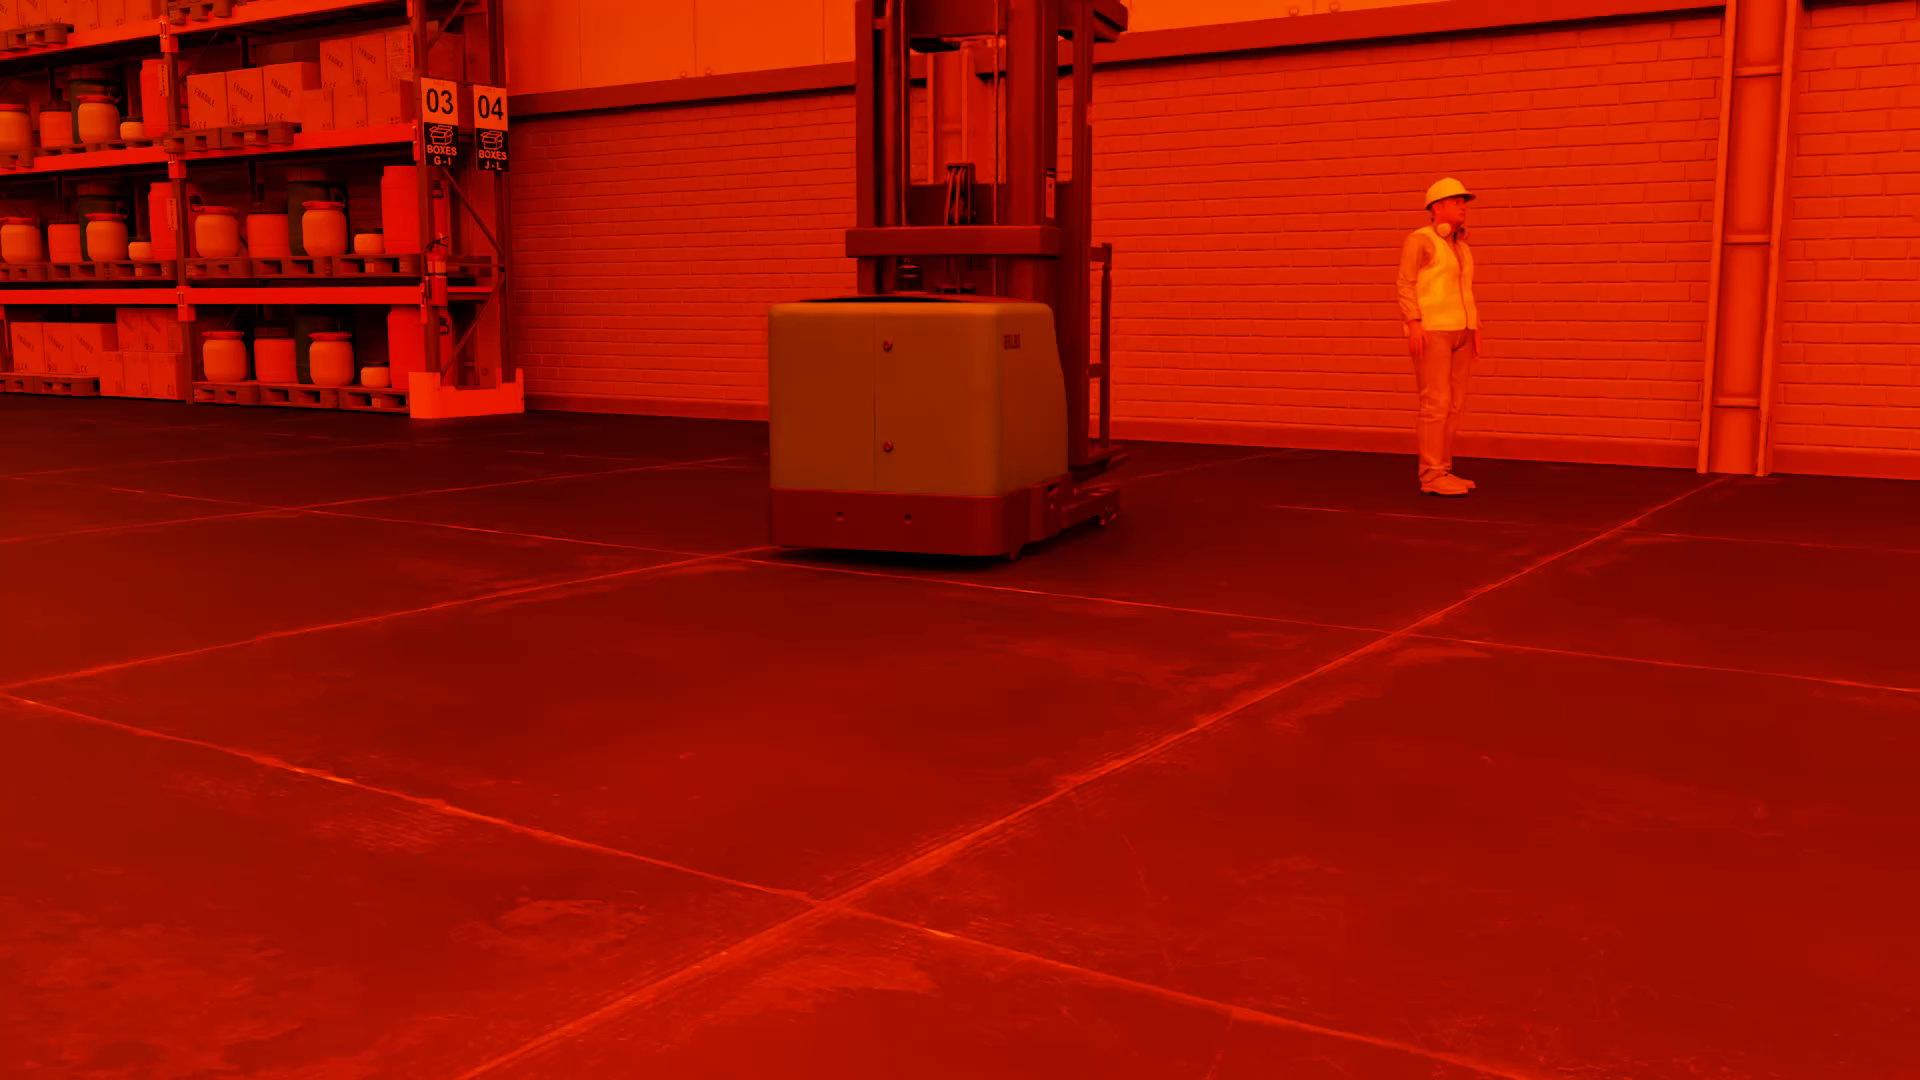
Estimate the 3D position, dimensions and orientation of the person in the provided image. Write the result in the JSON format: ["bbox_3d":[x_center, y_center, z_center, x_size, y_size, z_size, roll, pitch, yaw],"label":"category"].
[{"bbox_3d":[2.810,-1.166,9.479,0.651,1.780,0.562,-7,11,-40],"label":"person"}]

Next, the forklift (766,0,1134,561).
[{"bbox_3d":[0.160,-1.536,7.996,1.130,2.935,3.031,3,9,19],"label":"forklift"}]
